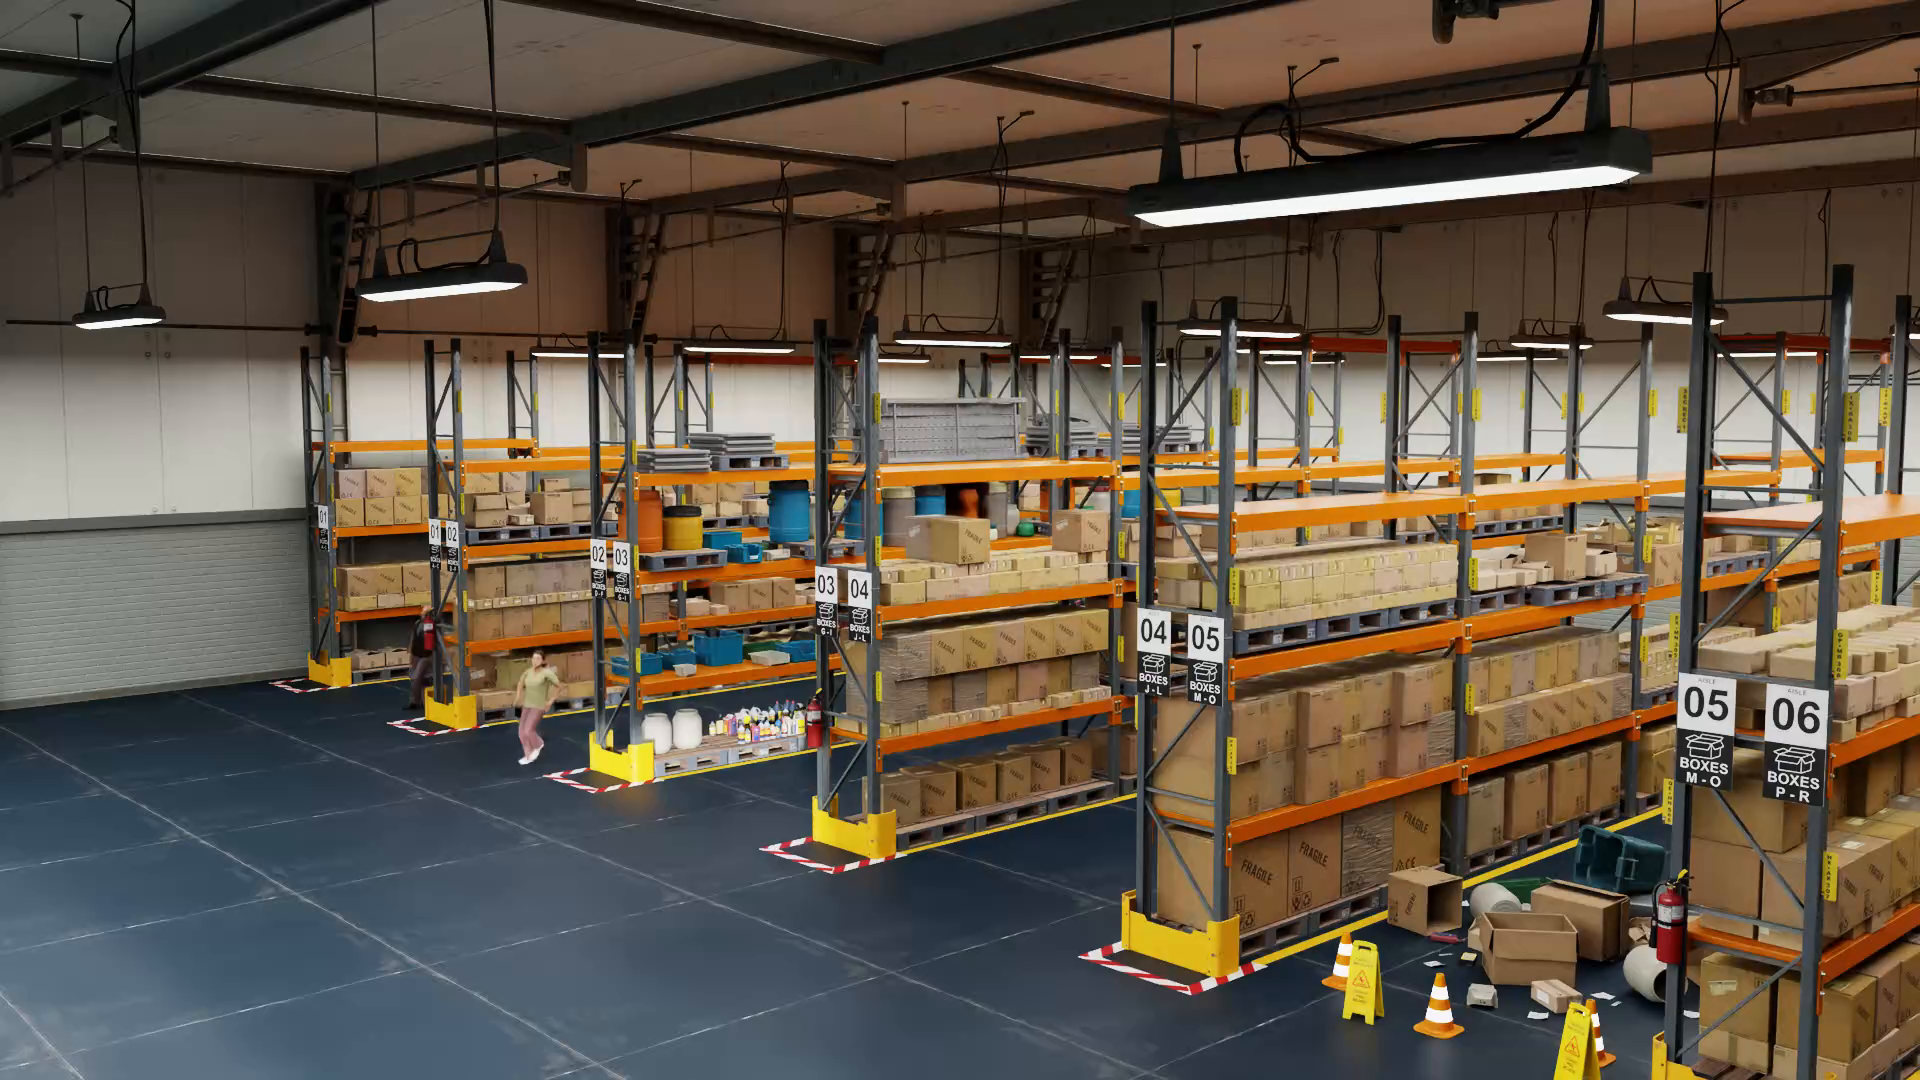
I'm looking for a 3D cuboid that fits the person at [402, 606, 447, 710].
[{"bbox_3d":[-8.766,1.916,27.371,0.738,1.700,0.827,3,6,29],"label":"person"}]

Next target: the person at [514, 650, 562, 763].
[{"bbox_3d":[-5.913,2.330,23.098,0.636,1.614,0.521,2,5,23],"label":"person"}]
